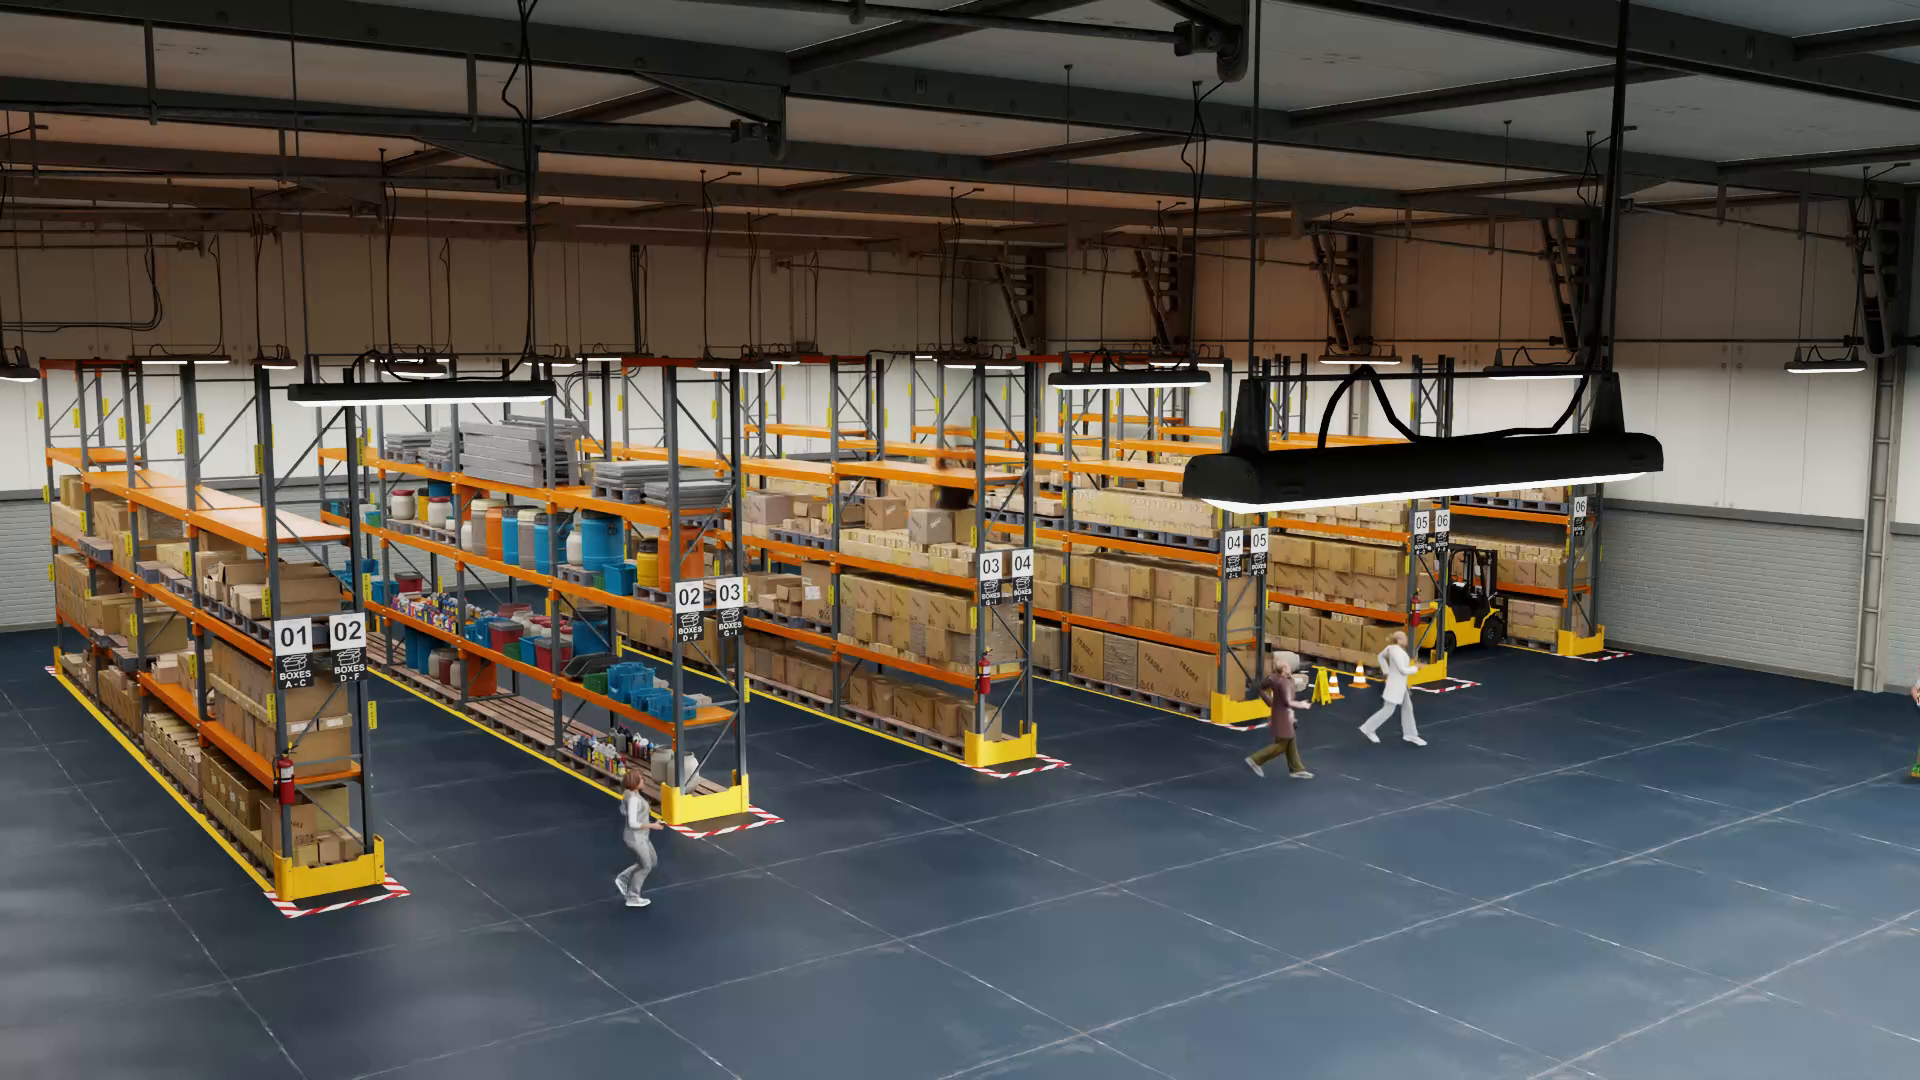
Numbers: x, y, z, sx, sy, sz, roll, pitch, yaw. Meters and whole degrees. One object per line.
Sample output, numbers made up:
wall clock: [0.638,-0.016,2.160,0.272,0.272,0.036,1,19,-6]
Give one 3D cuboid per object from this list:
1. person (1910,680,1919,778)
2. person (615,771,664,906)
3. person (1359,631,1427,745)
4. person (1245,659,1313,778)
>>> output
person: [14.022,2.599,23.774,0.788,1.836,0.637,0,7,-1]
person: [-3.593,3.333,18.599,0.551,1.553,0.529,-2,7,-14]
person: [6.783,2.306,25.957,1.039,1.793,0.691,1,7,12]
person: [4.600,2.625,23.850,1.053,1.687,0.713,-1,7,-8]
